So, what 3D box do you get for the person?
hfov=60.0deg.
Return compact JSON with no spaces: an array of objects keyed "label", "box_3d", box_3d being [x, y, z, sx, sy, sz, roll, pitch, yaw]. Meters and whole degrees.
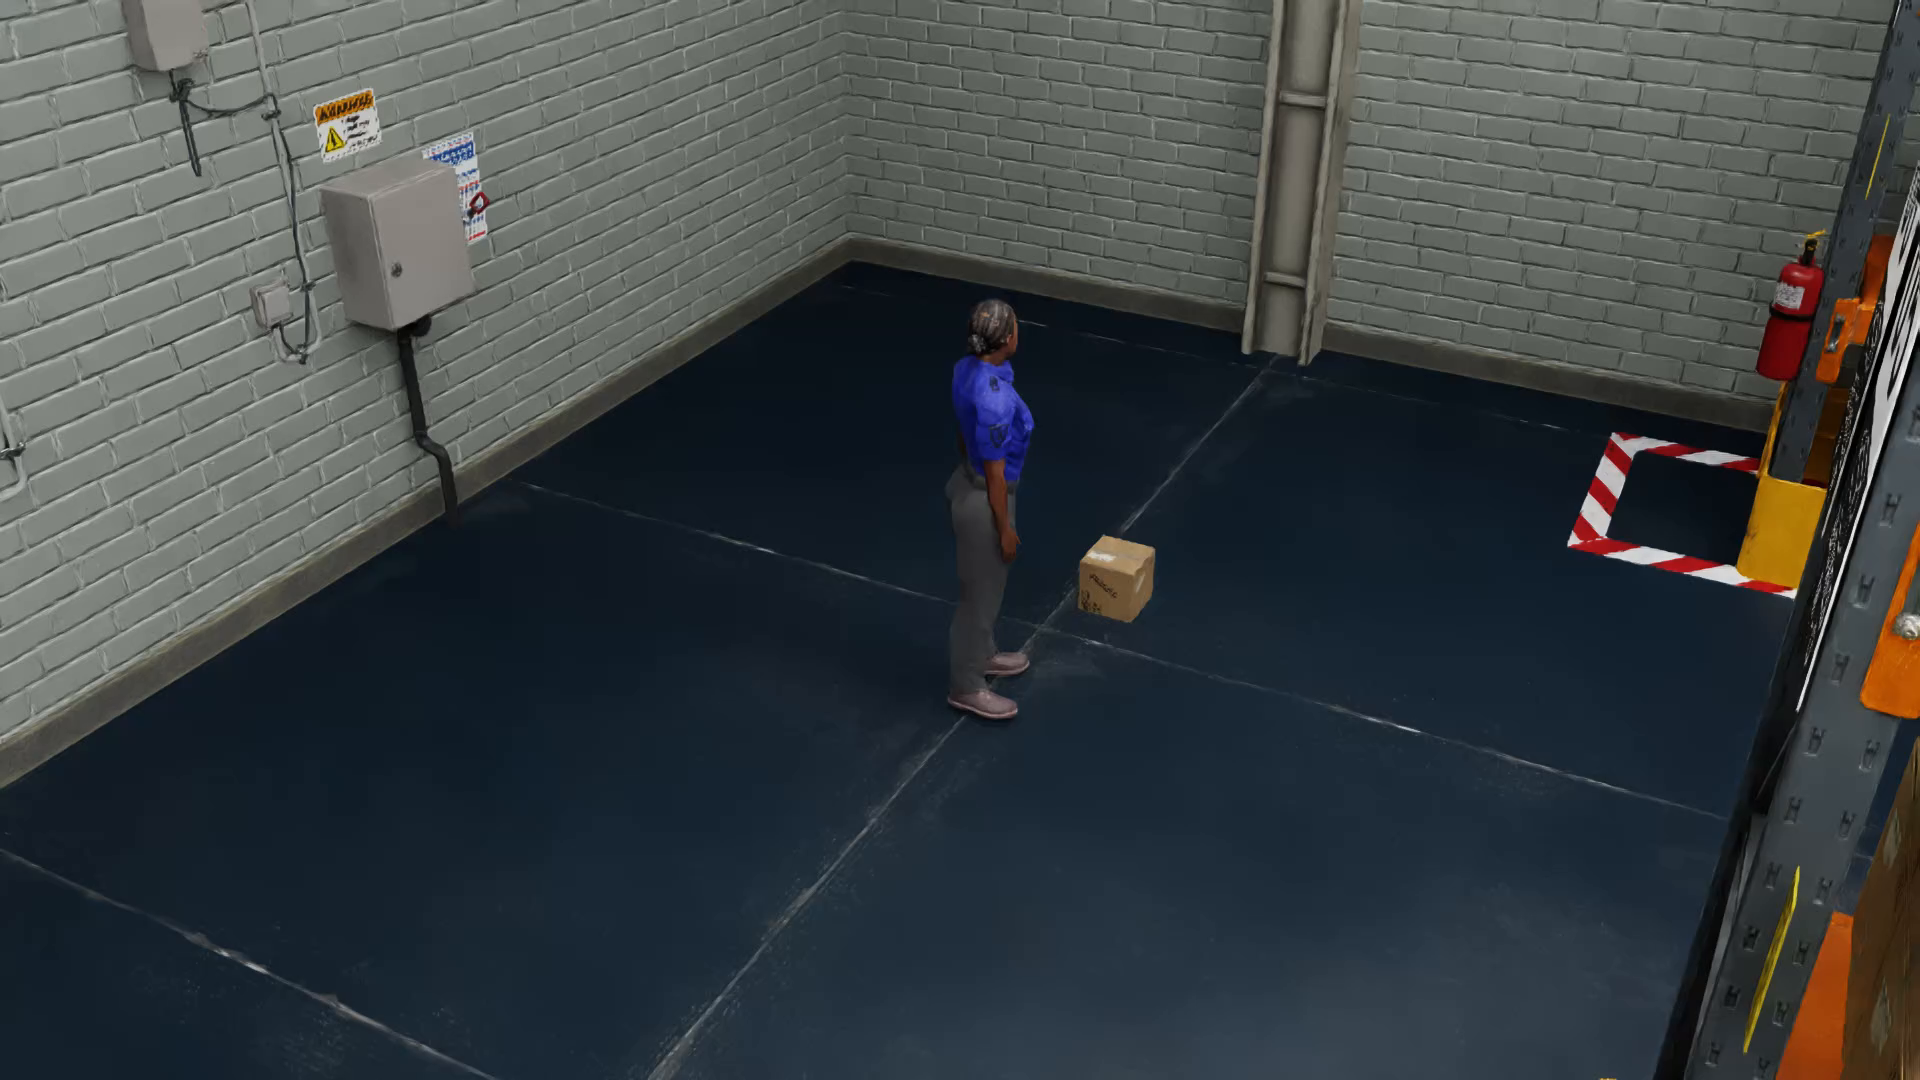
[{"label":"person","box_3d":[0.119,-0.121,6.319,0.380,1.664,0.500,-5,31,-9]}]
